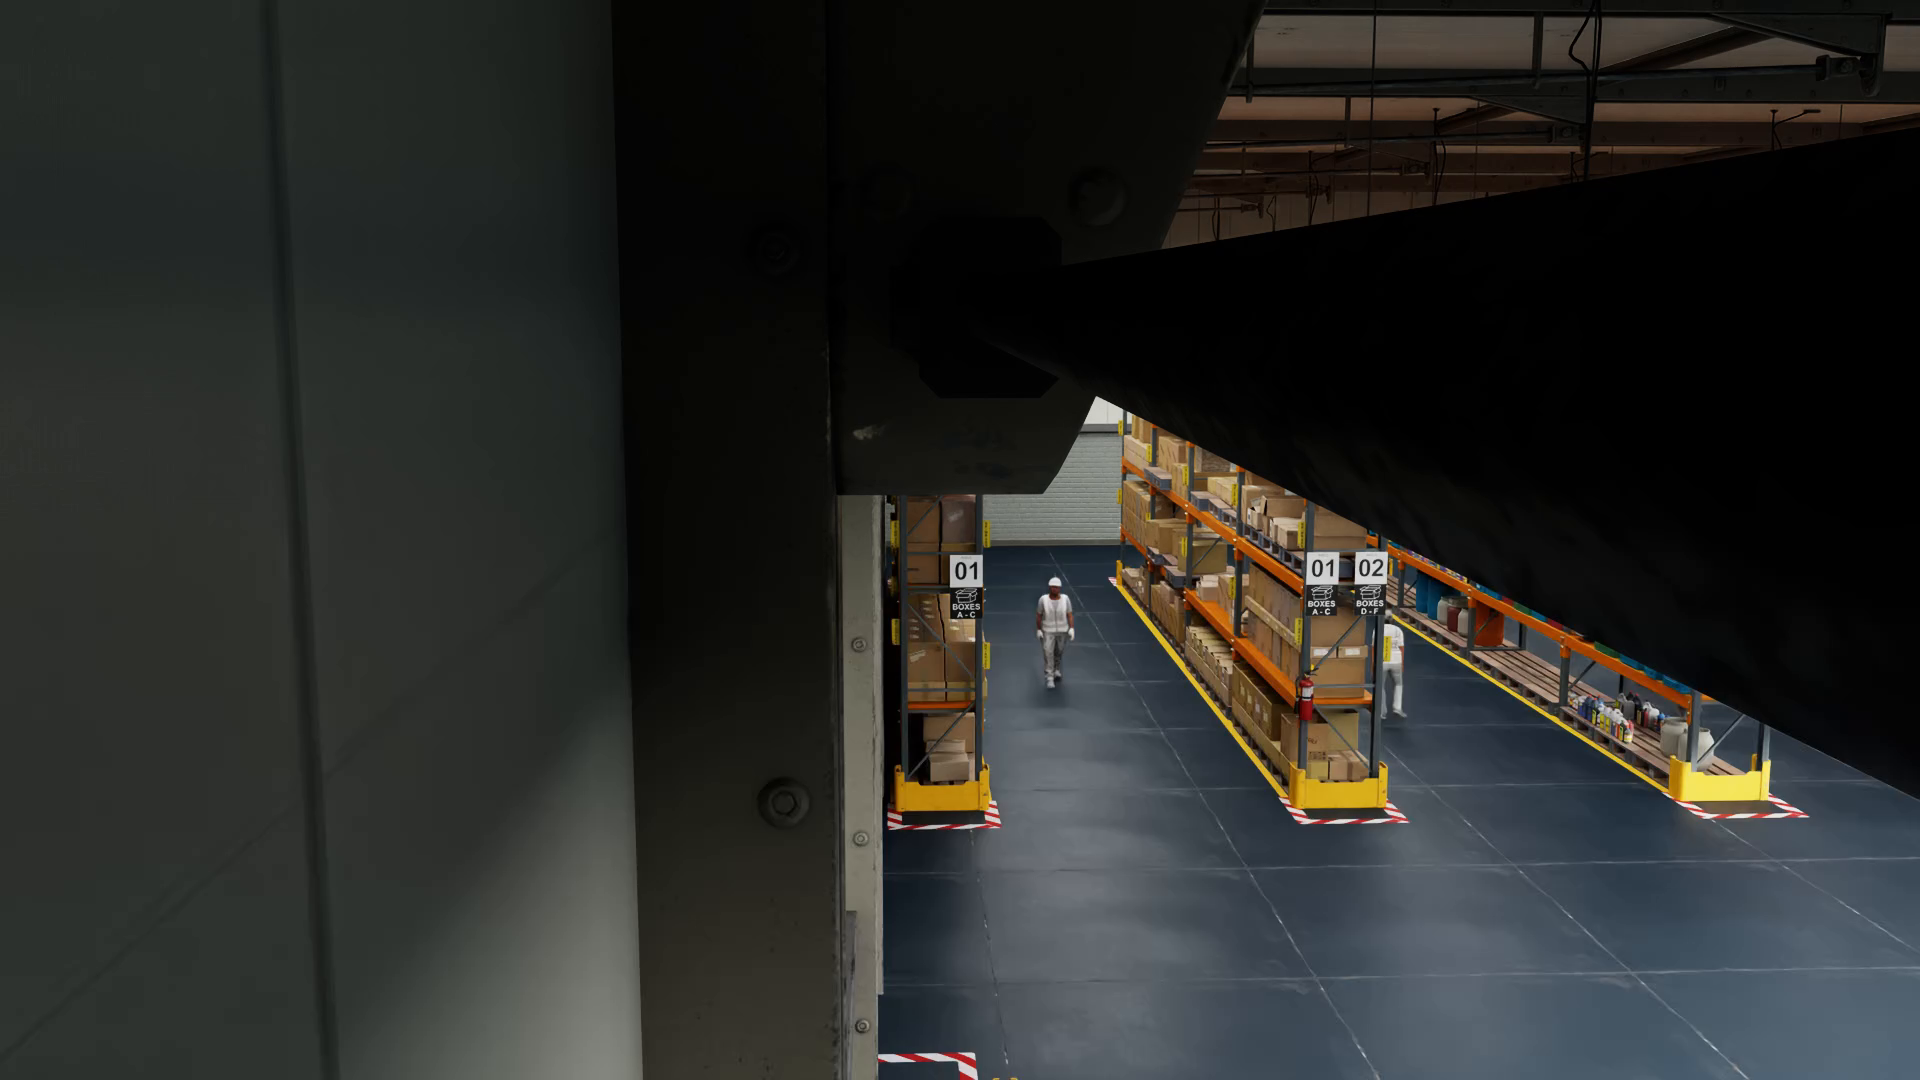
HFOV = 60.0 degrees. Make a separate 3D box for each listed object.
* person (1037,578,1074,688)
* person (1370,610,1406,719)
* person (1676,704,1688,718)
[{"bbox_3d":[1.561,1.475,27.026,0.572,1.711,1.087,-1,8,-8],"label":"person"},{"bbox_3d":[6.398,1.869,24.830,0.535,1.660,0.506,0,8,-1],"label":"person"},{"bbox_3d":[11.006,1.791,25.081,0.661,1.865,0.516,-3,9,-18],"label":"person"}]
